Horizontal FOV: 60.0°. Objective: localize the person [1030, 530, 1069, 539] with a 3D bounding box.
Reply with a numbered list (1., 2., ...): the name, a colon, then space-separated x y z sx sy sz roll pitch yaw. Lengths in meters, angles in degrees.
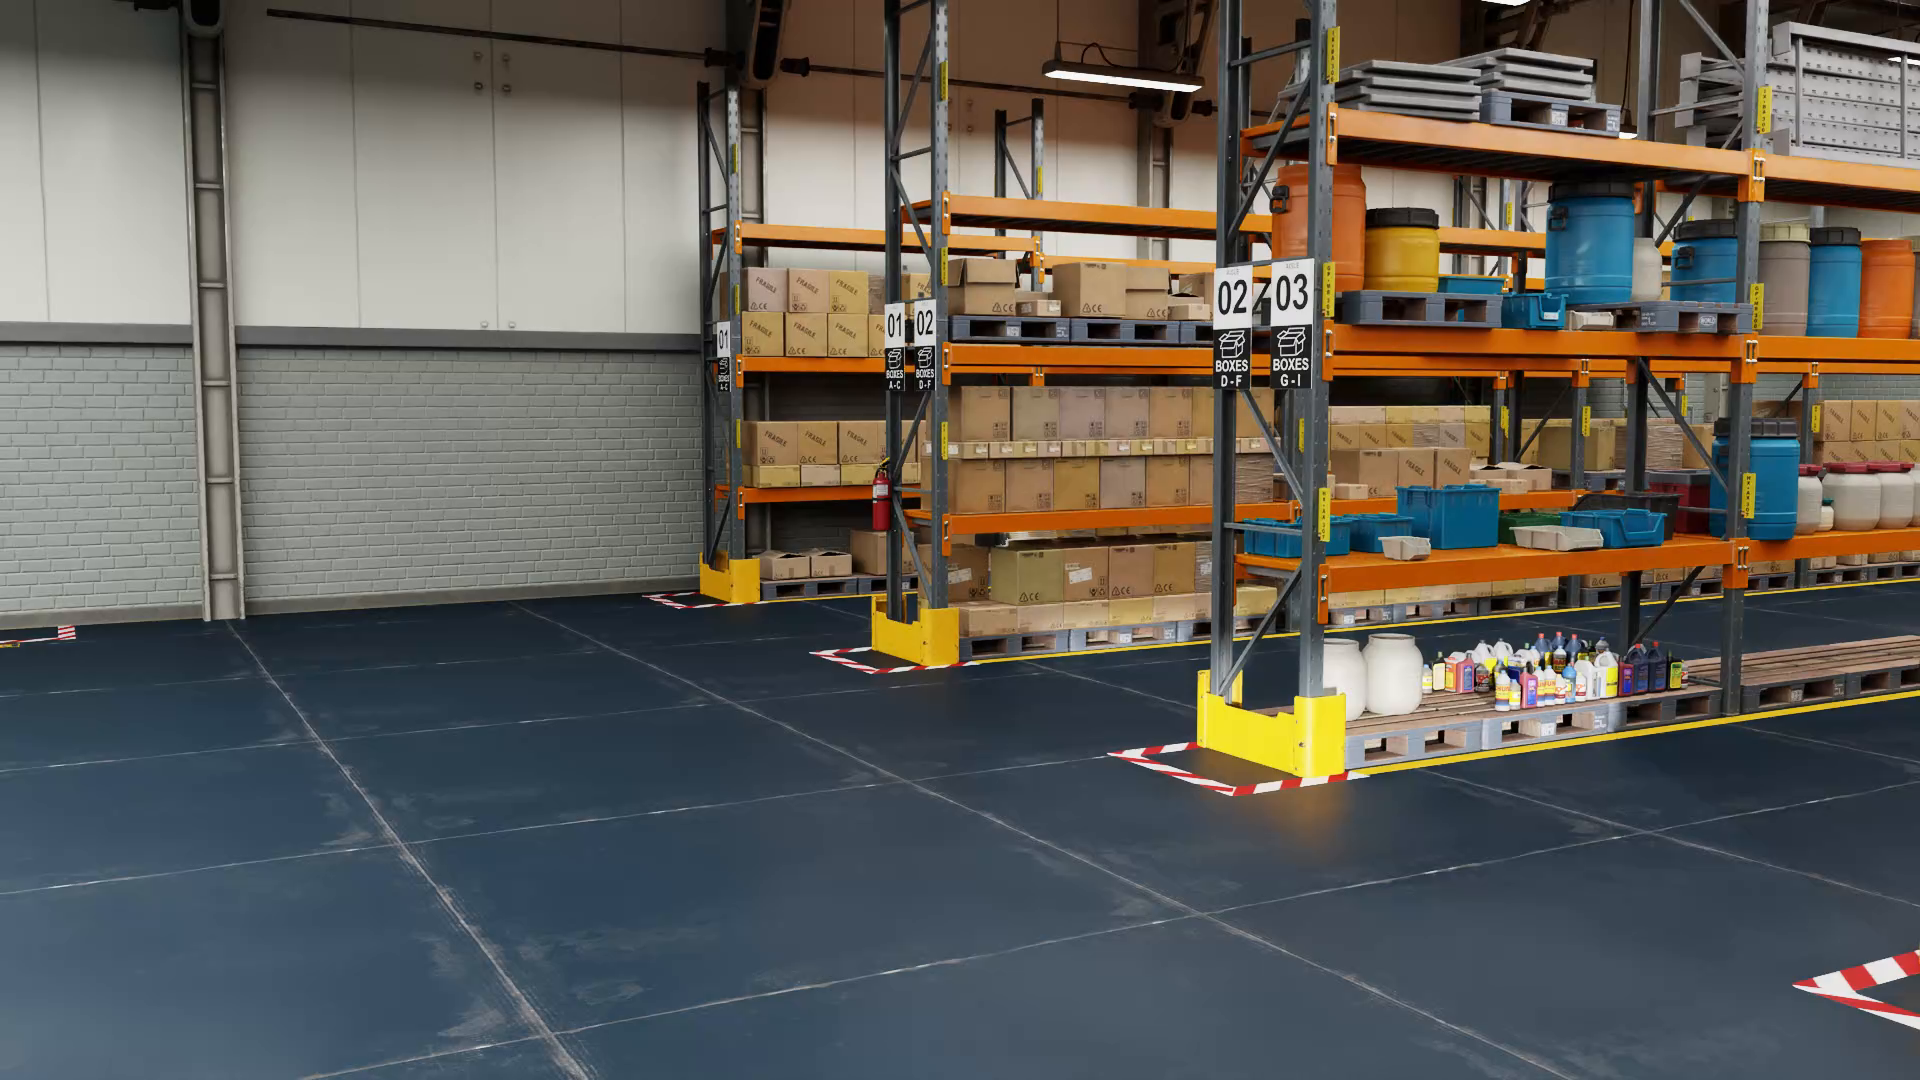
1. person: 0.788 0.377 17.578 0.897 0.941 0.572 -3 6 -29
